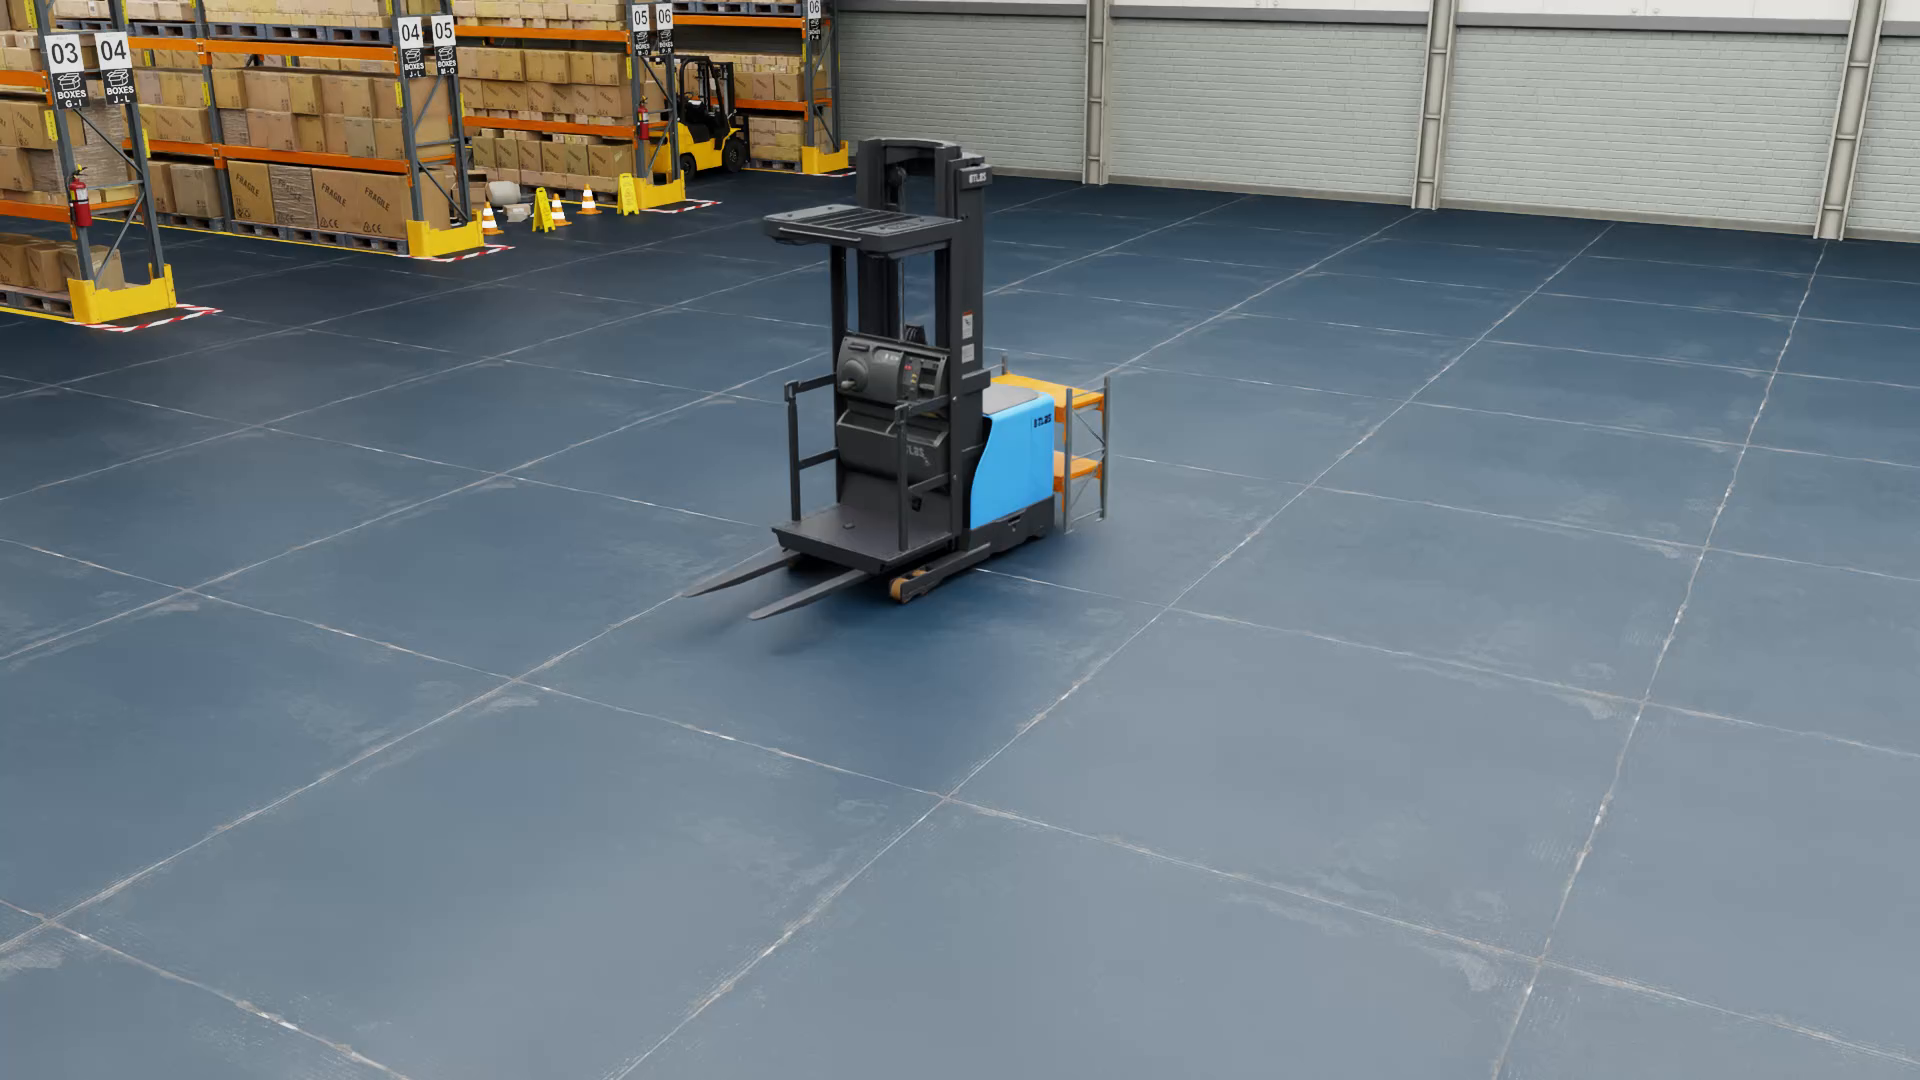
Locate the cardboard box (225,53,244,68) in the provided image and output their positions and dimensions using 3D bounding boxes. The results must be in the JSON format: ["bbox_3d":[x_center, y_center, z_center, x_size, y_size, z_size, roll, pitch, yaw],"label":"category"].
[{"bbox_3d":[-13.466,-9.068,31.351,0.500,0.500,0.500,11,23,27],"label":"cardboard box"}]

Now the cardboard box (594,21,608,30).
[{"bbox_3d":[-5.702,-8.344,26.940,0.250,0.149,0.380,11,23,28],"label":"cardboard box"}]

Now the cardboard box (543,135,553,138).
[{"bbox_3d":[-6.974,-6.780,28.975,0.500,0.500,0.500,12,23,30],"label":"cardboard box"}]

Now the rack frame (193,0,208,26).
[{"bbox_3d":[-10.839,-9.040,24.089,0.127,3.000,1.000,11,23,27],"label":"rack frame"}]

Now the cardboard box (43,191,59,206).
[{"bbox_3d":[-10.421,-4.004,19.373,0.250,0.149,0.380,11,23,27],"label":"cardboard box"}]

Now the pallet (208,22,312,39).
[{"bbox_3d":[-10.129,-7.449,24.232,1.213,0.211,1.003,11,23,27],"label":"pallet"}]

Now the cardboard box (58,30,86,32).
[{"bbox_3d":[-10.160,-5.808,19.214,0.250,0.149,0.380,11,23,28],"label":"cardboard box"}]

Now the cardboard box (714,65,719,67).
[{"bbox_3d":[-4.605,-9.146,32.081,0.250,0.149,0.380,10,22,26],"label":"cardboard box"}]

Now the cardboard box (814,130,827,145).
[{"bbox_3d":[-2.912,-7.803,32.160,0.500,0.250,0.500,11,23,28],"label":"cardboard box"}]

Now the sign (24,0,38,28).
[{"bbox_3d":[-10.142,-5.759,18.145,0.005,0.325,0.100,11,23,27],"label":"sign"}]

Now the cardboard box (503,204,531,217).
[{"bbox_3d":[-7.149,-5.321,26.816,0.380,0.149,0.250,-11,23,-29],"label":"cardboard box"}]

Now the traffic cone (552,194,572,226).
[{"bbox_3d":[-6.270,-5.153,25.891,0.334,0.463,0.336,11,23,27],"label":"traffic cone"}]

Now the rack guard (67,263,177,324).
[{"bbox_3d":[-9.920,-2.932,19.715,0.348,0.500,1.175,11,23,27],"label":"rack guard"}]

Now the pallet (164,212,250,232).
[{"bbox_3d":[-11.549,-5.015,25.879,1.213,0.211,1.003,11,23,27],"label":"pallet"}]

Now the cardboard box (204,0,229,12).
[{"bbox_3d":[-10.548,-7.779,24.033,0.500,0.250,0.500,11,23,28],"label":"cardboard box"}]

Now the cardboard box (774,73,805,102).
[{"bbox_3d":[-3.161,-8.574,31.455,0.500,0.500,0.500,10,22,26],"label":"cardboard box"}]

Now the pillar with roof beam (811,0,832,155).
[{"bbox_3d":[-4.871,-10.446,27.965,0.400,9.000,9.100,11,23,27],"label":"pillar with roof beam"}]

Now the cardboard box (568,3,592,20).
[{"bbox_3d":[-6.031,-8.617,27.107,0.500,0.250,0.500,10,22,27],"label":"cardboard box"}]

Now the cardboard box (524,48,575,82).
[{"bbox_3d":[-6.874,-7.986,27.934,0.500,0.500,0.700,11,22,27],"label":"cardboard box"}]

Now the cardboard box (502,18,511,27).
[{"bbox_3d":[-7.462,-8.707,27.940,0.250,0.149,0.380,10,22,26],"label":"cardboard box"}]

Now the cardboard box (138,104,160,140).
[{"bbox_3d":[-12.307,-6.442,25.578,0.500,0.500,0.500,11,23,28],"label":"cardboard box"}]

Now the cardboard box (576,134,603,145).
[{"bbox_3d":[-6.200,-6.704,27.812,0.250,0.149,0.380,12,23,29],"label":"cardboard box"}]

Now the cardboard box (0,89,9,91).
[{"bbox_3d":[-11.945,-5.257,20.411,0.500,0.500,0.500,11,23,27],"label":"cardboard box"}]

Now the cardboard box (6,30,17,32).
[{"bbox_3d":[-11.097,-5.779,19.134,0.250,0.149,0.380,11,23,28],"label":"cardboard box"}]

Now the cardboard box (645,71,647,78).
[{"bbox_3d":[-6.413,-9.513,33.680,0.500,0.250,0.500,10,22,26],"label":"cardboard box"}]

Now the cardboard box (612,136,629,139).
[{"bbox_3d":[-6.556,-8.353,33.860,0.625,0.625,0.875,12,23,30],"label":"cardboard box"}]

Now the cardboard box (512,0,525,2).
[{"bbox_3d":[-7.233,-9.027,27.652,0.250,0.149,0.380,10,22,26],"label":"cardboard box"}]

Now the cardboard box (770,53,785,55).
[{"bbox_3d":[-3.450,-9.273,31.996,0.250,0.149,0.380,11,23,28],"label":"cardboard box"}]

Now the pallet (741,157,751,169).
[{"bbox_3d":[-4.352,-7.530,32.814,1.213,0.211,1.003,11,23,27],"label":"pallet"}]

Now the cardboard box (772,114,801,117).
[{"bbox_3d":[-3.368,-8.116,32.291,0.500,0.250,0.500,11,23,27],"label":"cardboard box"}]

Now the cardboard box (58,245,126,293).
[{"bbox_3d":[-10.391,-3.226,19.909,0.500,0.500,0.500,16,25,37],"label":"cardboard box"}]

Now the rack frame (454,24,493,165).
[{"bbox_3d":[-8.513,-7.710,29.221,0.127,3.000,1.000,11,23,27],"label":"rack frame"}]

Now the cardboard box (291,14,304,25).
[{"bbox_3d":[-9.133,-7.299,23.295,0.250,0.149,0.380,11,23,28],"label":"cardboard box"}]

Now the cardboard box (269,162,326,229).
[{"bbox_3d":[-9.535,-5.144,24.647,0.875,0.875,0.875,11,23,28],"label":"cardboard box"}]

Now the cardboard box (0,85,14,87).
[{"bbox_3d":[-15.429,-7.275,26.901,0.250,0.149,0.380,12,23,29],"label":"cardboard box"}]

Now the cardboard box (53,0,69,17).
[{"bbox_3d":[-13.806,-8.311,25.849,0.500,0.311,0.500,11,23,27],"label":"cardboard box"}]

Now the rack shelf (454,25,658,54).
[{"bbox_3d":[-6.767,-8.449,27.915,4.000,0.370,1.077,11,23,27],"label":"rack shelf"}]

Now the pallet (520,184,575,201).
[{"bbox_3d":[-6.840,-6.095,28.859,1.213,0.211,1.003,11,23,27],"label":"pallet"}]

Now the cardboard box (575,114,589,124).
[{"bbox_3d":[-6.180,-7.017,27.679,0.250,0.149,0.380,11,23,28],"label":"cardboard box"}]

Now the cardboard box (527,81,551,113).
[{"bbox_3d":[-6.932,-7.499,28.055,0.500,0.500,0.500,11,23,28],"label":"cardboard box"}]

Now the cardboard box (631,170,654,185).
[{"bbox_3d":[-5.590,-6.166,28.381,0.500,0.250,0.500,11,22,27],"label":"cardboard box"}]

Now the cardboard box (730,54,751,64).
[{"bbox_3d":[-4.182,-9.194,31.778,0.250,0.149,0.380,11,23,28],"label":"cardboard box"}]

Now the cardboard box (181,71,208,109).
[{"bbox_3d":[-11.275,-6.817,25.147,0.500,0.500,0.700,10,22,26],"label":"cardboard box"}]

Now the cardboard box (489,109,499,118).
[{"bbox_3d":[-7.901,-7.382,28.686,0.250,0.149,0.380,11,23,27],"label":"cardboard box"}]

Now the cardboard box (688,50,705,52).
[{"bbox_3d":[-5.233,-9.623,32.960,0.250,0.149,0.380,11,22,27],"label":"cardboard box"}]

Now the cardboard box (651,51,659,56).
[{"bbox_3d":[-5.962,-9.539,32.728,0.250,0.149,0.380,11,23,28],"label":"cardboard box"}]

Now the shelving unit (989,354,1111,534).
[{"bbox_3d":[0.575,-0.754,12.793,1.048,1.125,0.538,17,26,39],"label":"shelving unit"}]

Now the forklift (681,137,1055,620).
[{"bbox_3d":[-0.601,-1.147,11.228,1.130,2.935,3.031,15,25,36],"label":"forklift"}]

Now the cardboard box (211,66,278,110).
[{"bbox_3d":[-10.533,-6.726,24.705,0.550,0.550,0.875,11,23,27],"label":"cardboard box"}]

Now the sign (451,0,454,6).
[{"bbox_3d":[-7.071,-7.577,23.057,0.005,0.325,0.100,11,23,27],"label":"sign"}]

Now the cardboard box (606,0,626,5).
[{"bbox_3d":[-5.460,-8.680,26.695,0.250,0.149,0.380,11,23,28],"label":"cardboard box"}]

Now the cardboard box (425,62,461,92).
[{"bbox_3d":[-9.028,-8.103,29.105,0.500,0.500,0.500,10,22,26],"label":"cardboard box"}]

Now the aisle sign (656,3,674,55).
[{"bbox_3d":[-4.815,-8.349,27.170,0.004,0.787,0.394,11,23,27],"label":"aisle sign"}]
